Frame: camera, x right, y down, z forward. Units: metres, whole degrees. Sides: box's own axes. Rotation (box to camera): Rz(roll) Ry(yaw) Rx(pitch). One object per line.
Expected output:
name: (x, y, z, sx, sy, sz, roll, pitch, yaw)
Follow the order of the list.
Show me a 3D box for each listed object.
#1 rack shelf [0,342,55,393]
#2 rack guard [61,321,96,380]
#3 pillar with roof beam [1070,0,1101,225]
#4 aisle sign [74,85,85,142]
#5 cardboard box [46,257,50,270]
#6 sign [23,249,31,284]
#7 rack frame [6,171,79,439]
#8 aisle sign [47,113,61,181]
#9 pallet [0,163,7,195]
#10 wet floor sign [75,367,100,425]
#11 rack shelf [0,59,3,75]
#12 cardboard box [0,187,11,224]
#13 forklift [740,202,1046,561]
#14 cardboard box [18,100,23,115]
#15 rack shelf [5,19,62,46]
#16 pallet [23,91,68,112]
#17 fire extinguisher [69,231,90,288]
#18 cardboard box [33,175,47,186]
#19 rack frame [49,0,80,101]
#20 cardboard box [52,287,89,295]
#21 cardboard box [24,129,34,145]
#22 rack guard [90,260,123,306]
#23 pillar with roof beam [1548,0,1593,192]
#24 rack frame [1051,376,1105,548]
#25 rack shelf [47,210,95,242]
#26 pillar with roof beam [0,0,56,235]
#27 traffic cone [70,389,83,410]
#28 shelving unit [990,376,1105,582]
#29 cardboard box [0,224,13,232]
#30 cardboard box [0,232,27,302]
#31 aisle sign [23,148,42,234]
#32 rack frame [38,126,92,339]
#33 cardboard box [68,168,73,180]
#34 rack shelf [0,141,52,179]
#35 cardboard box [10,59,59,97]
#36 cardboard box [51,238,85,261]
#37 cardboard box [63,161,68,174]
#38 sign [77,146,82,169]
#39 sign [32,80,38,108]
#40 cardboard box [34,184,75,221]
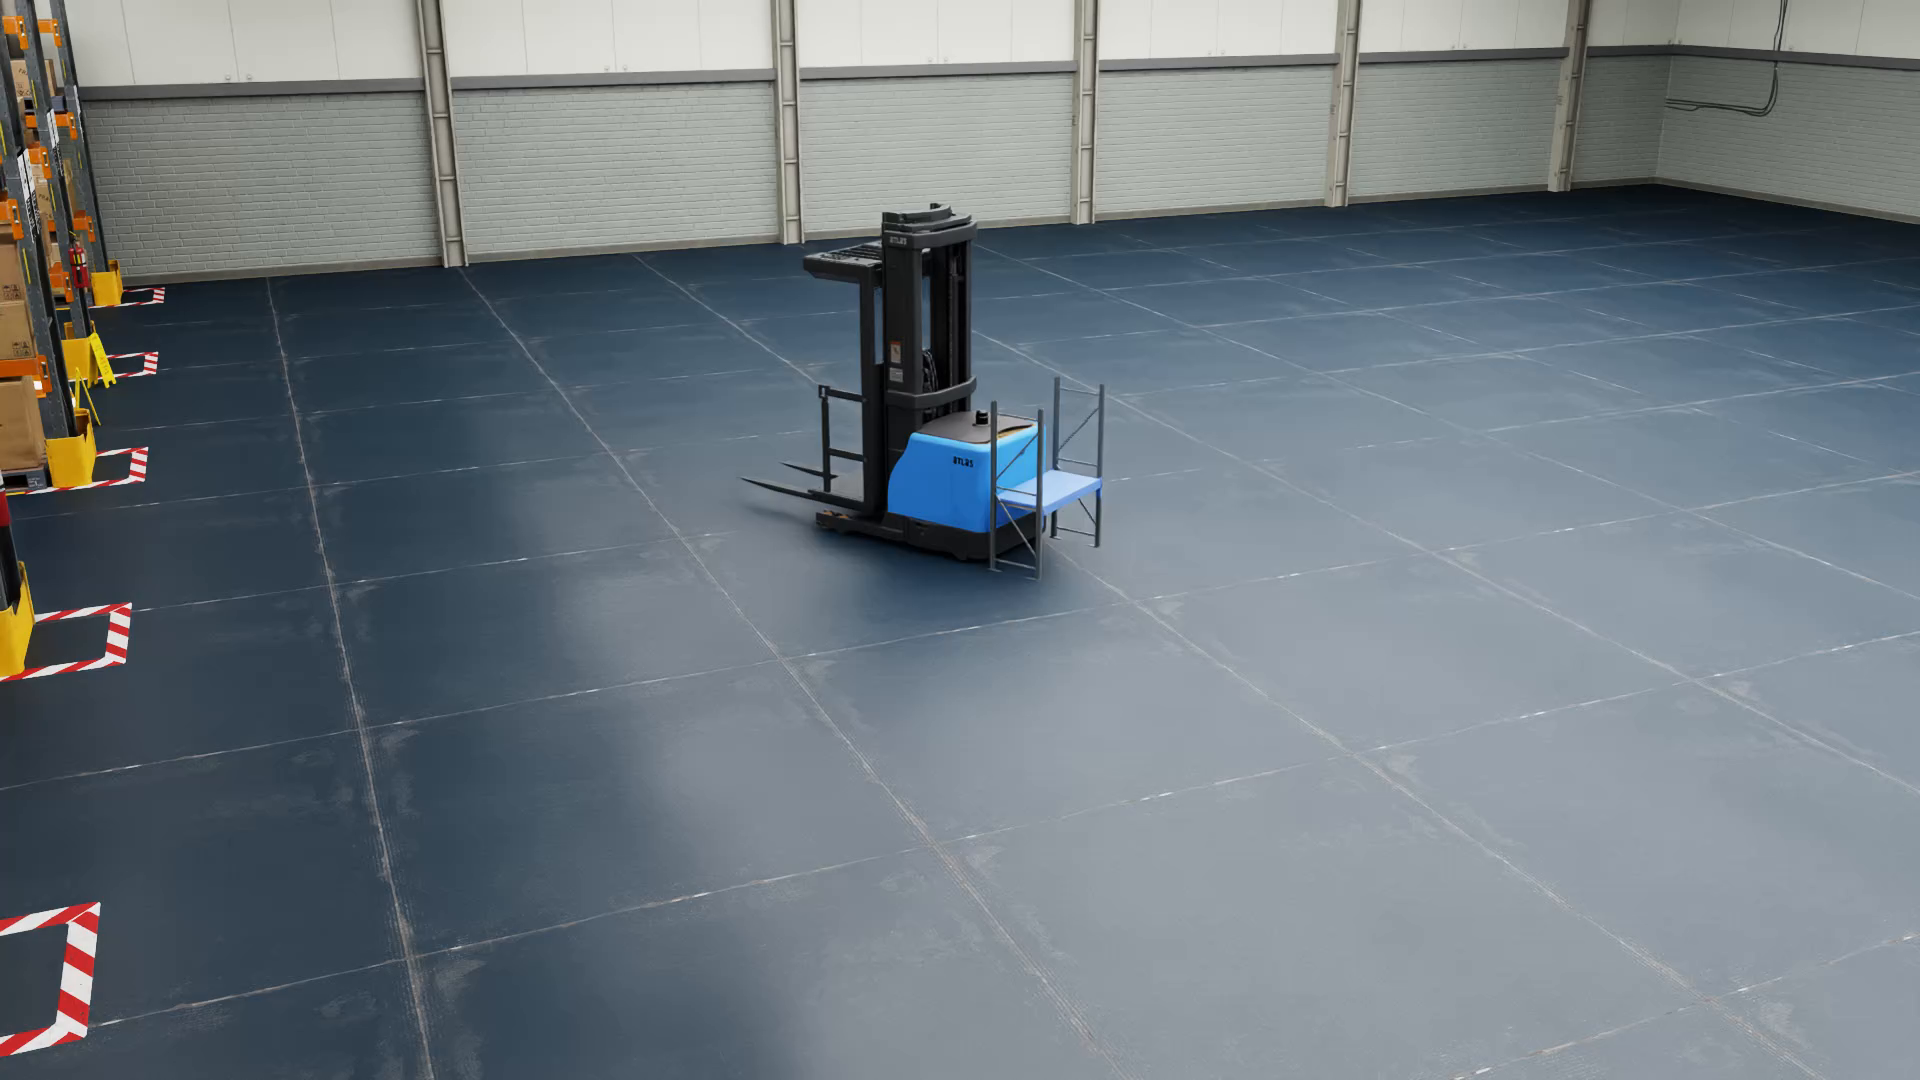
rack shelf: (-10.932, -1.516, 15.926, 4.000, 0.370, 1.077, -8, 21, -22)
rack guard: (-11.218, -2.425, 21.190, 0.348, 0.500, 1.175, -8, 21, -22)
pillar with roof beam: (4.118, -9.196, 27.622, 0.400, 9.000, 9.100, -8, 21, -22)
aisle sign: (-12.941, -6.273, 24.439, 0.004, 0.787, 0.394, -8, 21, -22)
cardboard box: (-11.407, -3.381, 20.520, 0.250, 0.149, 0.380, -7, 21, -20)
sign: (-8.893, -2.609, 15.847, 0.005, 0.325, 0.100, -8, 21, -22)
rack frame: (-9.095, -2.118, 16.554, 0.127, 3.000, 1.000, -8, 21, -22)
aisle sign: (-10.977, -4.760, 20.144, 0.004, 0.787, 0.394, -8, 21, -22)
pallet: (-9.772, -3.390, 15.784, 1.213, 0.211, 1.003, -8, 21, -22)
wet floor sign: (-9.853, -1.615, 18.671, 0.232, 0.644, 0.267, -12, 23, -31)
rack shelf: (-10.932, -4.157, 14.996, 4.000, 0.370, 1.077, -8, 21, -22)
cardboard box: (-11.531, -4.140, 20.191, 0.500, 0.500, 0.700, -9, 21, -23)
forklift: (-0.711, -1.569, 15.098, 3.031, 2.935, 1.130, 14, 24, 34)
cardboard box: (-11.342, -5.152, 19.832, 0.250, 0.149, 0.380, -8, 21, -21)
rack shelf: (-14.955, -7.166, 23.543, 4.000, 0.370, 1.077, -8, 21, -22)
pallet: (-13.778, -6.415, 24.376, 1.213, 0.211, 1.003, -8, 21, -22)
fire extinguisher: (-10.861, -3.452, 20.460, 0.183, 0.674, 0.296, -8, 21, -22)
cardboard box: (-13.548, -5.307, 24.483, 0.250, 0.149, 0.380, -8, 21, -21)
rack frame: (-13.118, -7.957, 24.105, 0.127, 3.000, 1.000, -8, 21, -22)
cardboard box: (-13.424, -3.870, 25.039, 0.500, 0.250, 0.500, -8, 21, -22)
cardboard box: (-11.582, -4.966, 20.504, 0.250, 0.149, 0.380, -8, 21, -22)
rack guard: (-13.096, -3.952, 25.525, 0.348, 0.500, 1.175, -8, 21, -22)
pillar with roof beam: (15.137, -10.774, 32.105, 0.400, 9.000, 9.100, -8, 21, -22)
rack frame: (1.042, -0.684, 14.740, 0.500, 1.500, 0.032, 13, 23, 32)
rack shelf: (-14.955, -4.525, 24.473, 4.000, 0.370, 1.077, -8, 21, -22)
pillar with roof beam: (-12.409, -6.828, 20.897, 0.400, 9.000, 9.100, -8, 21, -22)
traffic cone: (-10.281, -1.674, 19.112, 0.334, 0.463, 0.336, -8, 21, -22)
shelving unit: (0.757, -0.544, 14.343, 0.538, 1.500, 1.048, 13, 23, 32)
cardboard box: (-11.538, -3.646, 20.296, 0.500, 0.500, 0.500, -9, 21, -23)
cardboard box: (-9.451, -2.661, 16.245, 0.550, 0.550, 0.875, -8, 21, -22)
aisle sign: (-9.149, -3.445, 16.409, 0.004, 0.787, 0.394, -8, 21, -22)
rack frame: (-11.149, -3.614, 20.803, 0.127, 3.000, 1.000, -8, 21, -22)
cardboard box: (-13.532, -5.515, 25.075, 0.250, 0.149, 0.380, -9, 21, -23)
rack shelf: (-12.985, -4.427, 19.677, 4.000, 0.370, 1.077, -8, 21, -22)
cardboard box: (-13.428, -6.702, 24.123, 0.500, 0.500, 0.500, -7, 21, -20)
cardboard box: (-13.417, -4.344, 24.880, 0.500, 0.250, 0.500, -7, 21, -20)
cardboard box: (-13.364, -5.509, 24.611, 0.250, 0.149, 0.380, -8, 21, -22)
sign: (-12.916, -5.618, 24.394, 0.005, 0.325, 0.100, -8, 21, -22)
sign: (-10.947, -5.275, 19.670, 0.005, 0.325, 0.100, -8, 21, -22)
cardboard box: (-13.466, -5.030, 24.673, 0.500, 0.500, 0.500, -9, 21, -23)
